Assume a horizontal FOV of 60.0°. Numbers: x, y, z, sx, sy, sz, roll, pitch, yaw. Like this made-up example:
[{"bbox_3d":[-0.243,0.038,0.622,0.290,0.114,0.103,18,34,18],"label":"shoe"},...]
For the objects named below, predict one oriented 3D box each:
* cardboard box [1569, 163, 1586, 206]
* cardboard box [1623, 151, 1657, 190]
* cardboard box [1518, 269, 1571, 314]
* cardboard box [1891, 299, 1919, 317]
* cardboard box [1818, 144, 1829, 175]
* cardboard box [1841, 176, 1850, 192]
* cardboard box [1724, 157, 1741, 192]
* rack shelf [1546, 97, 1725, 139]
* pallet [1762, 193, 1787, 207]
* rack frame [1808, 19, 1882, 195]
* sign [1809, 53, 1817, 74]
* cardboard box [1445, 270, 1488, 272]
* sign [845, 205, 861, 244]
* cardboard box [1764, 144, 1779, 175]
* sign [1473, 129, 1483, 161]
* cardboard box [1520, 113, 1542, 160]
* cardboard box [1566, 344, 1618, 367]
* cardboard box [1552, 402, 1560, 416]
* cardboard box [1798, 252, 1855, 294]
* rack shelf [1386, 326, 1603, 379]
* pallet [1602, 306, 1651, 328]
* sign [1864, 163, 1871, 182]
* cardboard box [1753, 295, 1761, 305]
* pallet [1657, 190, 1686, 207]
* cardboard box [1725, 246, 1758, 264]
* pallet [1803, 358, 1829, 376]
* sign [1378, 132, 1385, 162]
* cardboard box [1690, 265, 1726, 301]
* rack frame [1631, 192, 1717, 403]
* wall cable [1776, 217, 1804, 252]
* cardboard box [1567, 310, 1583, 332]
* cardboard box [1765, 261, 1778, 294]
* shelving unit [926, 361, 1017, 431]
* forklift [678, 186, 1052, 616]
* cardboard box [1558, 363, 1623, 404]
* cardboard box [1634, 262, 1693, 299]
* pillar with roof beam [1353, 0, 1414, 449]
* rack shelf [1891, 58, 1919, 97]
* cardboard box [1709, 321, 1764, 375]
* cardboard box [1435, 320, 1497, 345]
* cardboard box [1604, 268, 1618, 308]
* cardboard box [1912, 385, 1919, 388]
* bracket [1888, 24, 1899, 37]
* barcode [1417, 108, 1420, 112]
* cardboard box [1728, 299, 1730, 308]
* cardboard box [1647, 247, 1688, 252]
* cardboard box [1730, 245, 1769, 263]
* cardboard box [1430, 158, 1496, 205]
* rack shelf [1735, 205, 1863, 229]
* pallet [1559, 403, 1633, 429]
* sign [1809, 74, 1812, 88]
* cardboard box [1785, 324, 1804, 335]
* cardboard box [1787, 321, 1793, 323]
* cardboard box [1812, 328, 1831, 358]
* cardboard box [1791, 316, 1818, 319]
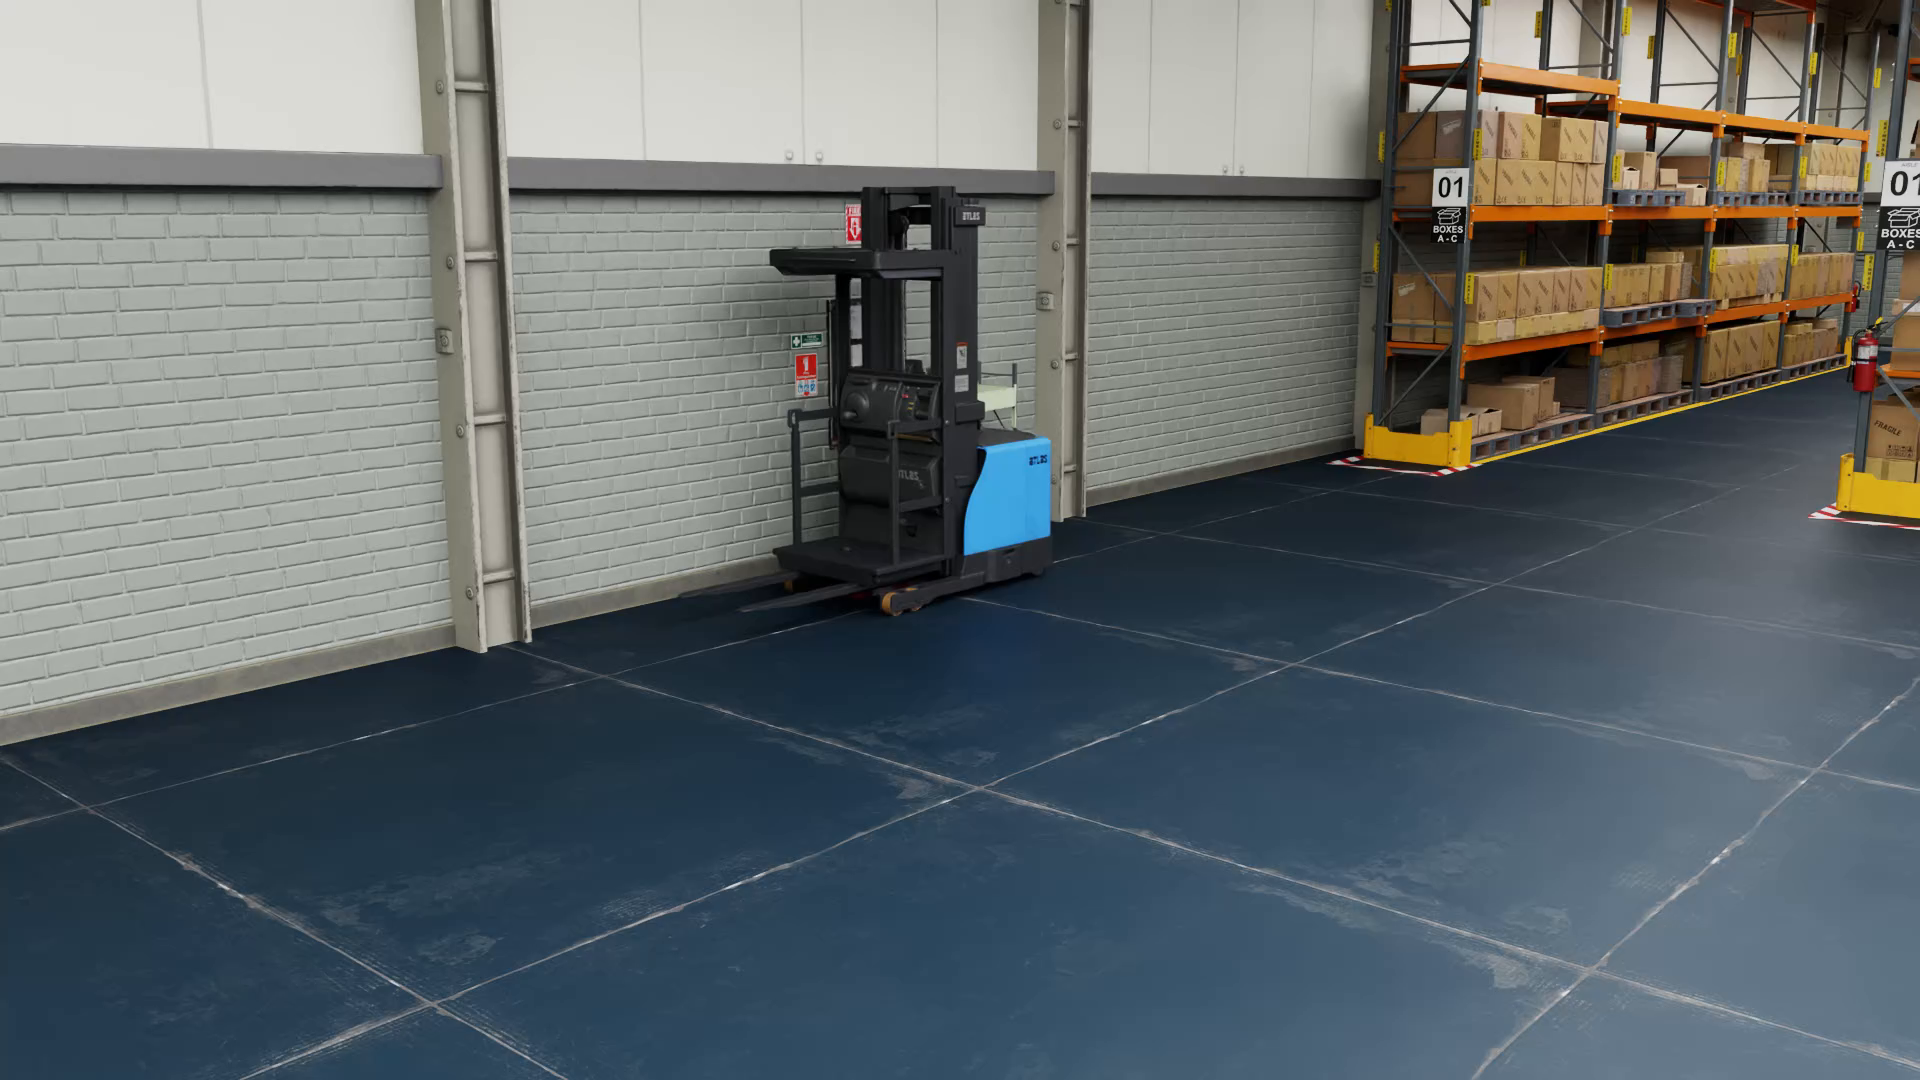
[{"bbox_3d":[7.215,-4.289,20.061,0.500,0.500,0.500,8,14,36],"label":"cardboard box"},{"bbox_3d":[8.941,-4.915,22.177,0.500,0.500,0.500,9,14,38],"label":"cardboard box"},{"bbox_3d":[6.960,-2.986,19.918,0.500,0.500,0.500,9,15,39],"label":"cardboard box"},{"bbox_3d":[8.898,-2.158,15.443,0.380,0.149,0.250,9,15,39],"label":"cardboard box"},{"bbox_3d":[14.002,-6.280,27.478,0.500,0.500,0.500,9,15,39],"label":"cardboard box"},{"bbox_3d":[15.000,-6.137,28.676,0.500,0.250,0.500,9,14,38],"label":"cardboard box"},{"bbox_3d":[11.308,-5.505,25.080,0.700,0.500,0.500,11,16,43],"label":"cardboard box"},{"bbox_3d":[9.026,-5.625,22.258,1.077,0.370,4.000,10,15,40],"label":"rack shelf"},{"bbox_3d":[12.418,-5.351,26.173,0.805,0.209,1.217,9,14,38],"label":"pallet"},{"bbox_3d":[15.627,-7.645,29.514,1.000,3.000,0.127,10,15,40],"label":"rack frame"},{"bbox_3d":[13.402,-7.485,26.126,0.100,0.325,0.005,10,15,40],"label":"sign"},{"bbox_3d":[5.894,-2.900,19.488,0.500,0.500,0.500,9,15,39],"label":"cardboard box"},{"bbox_3d":[-0.823,-2.471,13.008,0.001,0.298,0.199,10,15,40],"label":"sign"},{"bbox_3d":[13.272,-6.268,27.417,0.500,0.500,0.500,10,15,40],"label":"cardboard box"},{"bbox_3d":[5.473,-4.179,17.585,0.100,0.325,0.005,10,15,40],"label":"sign"},{"bbox_3d":[6.201,-4.539,18.760,0.500,0.500,0.500,10,15,42],"label":"cardboard box"},{"bbox_3d":[8.467,-2.471,22.270,0.500,0.250,0.500,9,15,39],"label":"cardboard box"},{"bbox_3d":[7.375,-1.682,21.083,0.380,0.166,0.250,7,14,33],"label":"cardboard box"},{"bbox_3d":[15.298,-4.774,29.690,0.980,0.700,0.700,11,16,43],"label":"cardboard box"},{"bbox_3d":[6.385,-2.291,19.860,1.077,0.370,4.000,10,15,40],"label":"rack shelf"},{"bbox_3d":[8.319,-2.938,21.750,1.003,0.211,1.213,10,15,40],"label":"pallet"},{"bbox_3d":[16.025,-6.498,29.368,0.100,0.325,0.005,10,15,40],"label":"sign"},{"bbox_3d":[12.281,-3.769,26.013,0.380,0.149,0.250,10,15,40],"label":"cardboard box"},{"bbox_3d":[8.875,-4.547,22.139,1.213,0.211,1.003,10,15,40],"label":"pallet"},{"bbox_3d":[11.853,-4.362,25.409,0.500,0.250,0.500,9,15,39],"label":"cardboard box"},{"bbox_3d":[14.352,-3.030,28.841,1.003,0.211,1.213,10,15,40],"label":"pallet"},{"bbox_3d":[4.662,-4.329,18.309,0.100,0.325,0.005,10,15,40],"label":"sign"},{"bbox_3d":[10.859,-3.770,24.360,0.500,0.500,0.500,10,15,42],"label":"cardboard box"},{"bbox_3d":[10.346,-3.526,24.209,1.000,3.000,0.127,10,15,40],"label":"rack frame"},{"bbox_3d":[15.762,-5.512,31.558,0.084,1.984,1.851,10,15,40],"label":"wall cable"},{"bbox_3d":[7.286,-2.693,20.368,0.500,0.250,0.500,10,15,41],"label":"cardboard box"},{"bbox_3d":[12.542,-4.143,26.229,0.500,0.500,0.500,10,15,41],"label":"cardboard box"},{"bbox_3d":[0.103,-0.714,13.957,0.431,1.500,0.755,8,14,34],"label":"shelving unit"},{"bbox_3d":[-0.646,-1.021,11.838,1.130,2.935,3.031,10,15,41],"label":"forklift"},{"bbox_3d":[8.482,-2.121,22.430,0.700,0.500,0.500,9,15,39],"label":"cardboard box"},{"bbox_3d":[10.043,-3.721,23.803,0.700,0.500,0.500,8,14,34],"label":"cardboard box"},{"bbox_3d":[8.111,-4.950,16.017,9.100,9.000,0.400,10,15,40],"label":"pillar with roof beam"},{"bbox_3d":[10.109,-4.397,16.107,1.077,0.370,4.000,10,15,40],"label":"rack shelf"},{"bbox_3d":[12.071,-3.023,26.105,0.750,0.750,0.750,10,15,42],"label":"cardboard box"},{"bbox_3d":[5.626,-2.316,18.482,0.500,0.250,0.500,9,15,39],"label":"cardboard box"},{"bbox_3d":[8.067,-3.273,21.562,0.700,0.500,0.500,10,15,41],"label":"cardboard box"},{"bbox_3d":[10.228,-1.348,17.338,0.500,0.500,0.500,10,15,40],"label":"cardboard box"},{"bbox_3d":[18.865,-10.283,33.532,0.235,0.232,0.430,10,15,40],"label":"bracket"},{"bbox_3d":[5.158,-4.823,18.702,0.001,0.075,0.075,10,15,40],"label":"barcode"},{"bbox_3d":[11.387,-3.588,25.107,0.380,0.149,0.250,10,15,42],"label":"cardboard box"},{"bbox_3d":[10.451,-4.199,24.596,0.500,0.250,0.500,10,15,42],"label":"cardboard box"},{"bbox_3d":[12.189,-4.437,25.785,0.500,0.250,0.500,10,15,41],"label":"cardboard box"},{"bbox_3d":[5.474,-3.896,18.095,0.500,0.500,0.500,10,15,42],"label":"cardboard box"},{"bbox_3d":[14.307,-5.527,28.405,1.077,0.370,4.000,10,15,40],"label":"rack shelf"},{"bbox_3d":[8.218,-1.685,22.110,1.003,0.211,1.213,10,15,40],"label":"pallet"},{"bbox_3d":[15.214,-8.254,29.771,0.100,0.325,0.005,10,15,40],"label":"sign"},{"bbox_3d":[13.920,-3.537,27.914,0.380,0.149,0.250,10,15,42],"label":"cardboard box"},{"bbox_3d":[14.169,-3.706,28.762,0.380,0.149,0.250,9,15,39],"label":"cardboard box"},{"bbox_3d":[14.910,-3.494,29.356,0.700,0.500,0.500,10,15,40],"label":"cardboard box"},{"bbox_3d":[15.172,-3.930,29.883,0.380,0.149,0.250,10,15,41],"label":"cardboard box"}]
